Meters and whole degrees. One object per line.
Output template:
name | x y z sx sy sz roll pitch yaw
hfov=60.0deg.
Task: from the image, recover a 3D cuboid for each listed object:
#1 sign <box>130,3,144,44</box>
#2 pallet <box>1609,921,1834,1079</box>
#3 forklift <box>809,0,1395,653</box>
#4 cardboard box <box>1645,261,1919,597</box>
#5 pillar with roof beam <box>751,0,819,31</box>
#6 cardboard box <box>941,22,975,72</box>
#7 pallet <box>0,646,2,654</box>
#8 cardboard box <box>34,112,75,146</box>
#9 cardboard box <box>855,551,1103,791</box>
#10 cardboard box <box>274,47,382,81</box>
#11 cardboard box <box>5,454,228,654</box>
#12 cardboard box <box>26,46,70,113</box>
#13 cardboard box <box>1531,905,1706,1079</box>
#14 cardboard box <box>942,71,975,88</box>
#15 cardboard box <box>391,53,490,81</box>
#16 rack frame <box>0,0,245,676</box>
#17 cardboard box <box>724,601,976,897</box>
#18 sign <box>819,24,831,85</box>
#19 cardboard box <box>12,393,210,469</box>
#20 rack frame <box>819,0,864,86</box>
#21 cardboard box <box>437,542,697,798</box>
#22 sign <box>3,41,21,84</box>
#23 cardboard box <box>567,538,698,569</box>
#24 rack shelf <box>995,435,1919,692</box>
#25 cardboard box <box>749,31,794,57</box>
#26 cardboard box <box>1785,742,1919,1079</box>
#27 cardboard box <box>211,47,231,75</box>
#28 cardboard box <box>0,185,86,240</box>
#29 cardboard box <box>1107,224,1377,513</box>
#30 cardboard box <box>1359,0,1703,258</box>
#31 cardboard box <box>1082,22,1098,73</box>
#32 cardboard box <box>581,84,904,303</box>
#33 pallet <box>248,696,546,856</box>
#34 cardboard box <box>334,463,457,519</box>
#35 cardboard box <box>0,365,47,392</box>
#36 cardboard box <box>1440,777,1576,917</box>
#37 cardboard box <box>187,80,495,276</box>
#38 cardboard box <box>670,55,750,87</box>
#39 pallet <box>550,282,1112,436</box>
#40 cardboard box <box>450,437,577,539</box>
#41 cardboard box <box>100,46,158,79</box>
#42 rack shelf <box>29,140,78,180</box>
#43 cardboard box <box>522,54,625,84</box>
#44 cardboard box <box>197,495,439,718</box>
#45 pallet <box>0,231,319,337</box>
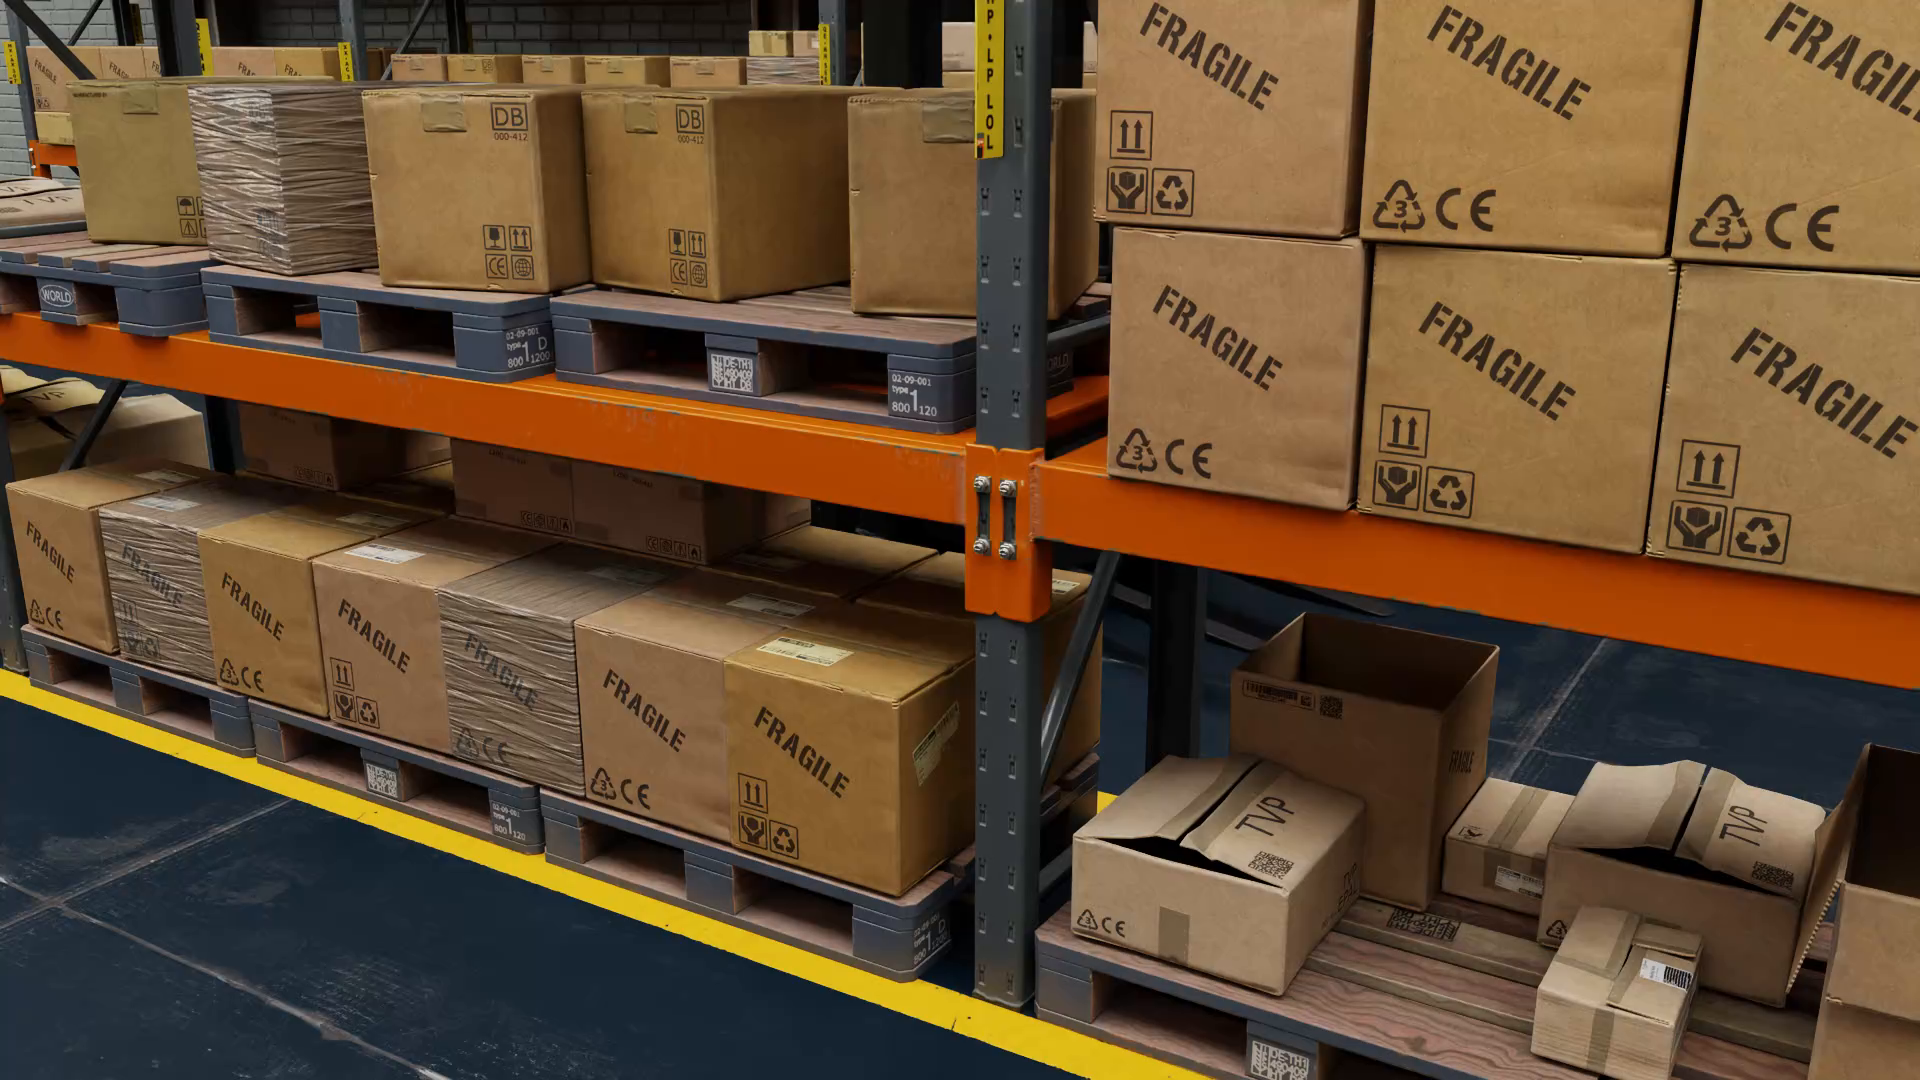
sign | -6.985 -4.377 14.092 0.005 0.325 0.100 10 20 30
pallet | 1.972 1.140 3.265 1.213 0.211 1.003 10 20 30
forklift | 0.364 -1.236 6.407 1.130 2.935 3.031 -12 20 -34
cardboard box | 1.499 -0.233 2.816 0.500 0.500 0.500 10 20 30
pillar with roof beam | -3.383 -4.536 6.832 0.400 9.000 9.100 10 20 30
cardboard box | 0.235 -2.664 8.982 0.500 0.250 0.500 10 19 29
pallet | -3.746 0.107 6.666 1.213 0.211 1.003 10 20 30
cardboard box | -7.043 -3.322 13.380 0.500 0.250 0.500 9 19 28
cardboard box | 0.059 0.367 4.554 0.500 0.500 0.500 9 19 28
cardboard box | -4.448 -3.220 11.755 0.500 0.500 0.500 10 20 30
cardboard box | -2.826 0.033 5.656 0.500 0.500 0.500 11 20 32
cardboard box | -7.043 -3.686 13.290 0.500 0.500 0.500 10 20 30
cardboard box | 1.331 0.908 3.350 0.250 0.166 0.380 10 20 30
cardboard box | 0.246 -2.301 9.076 0.500 0.500 0.500 11 20 32
cardboard box | -3.468 -3.101 11.500 0.500 0.500 0.700 10 20 30
rack frame | -3.064 -1.093 5.817 0.127 3.000 1.000 10 20 30
cardboard box | -0.226 0.497 4.127 0.500 0.500 0.500 10 20 30
sign | -0.751 -2.700 9.254 0.005 0.325 0.100 10 20 30
cardboard box | -3.357 -0.399 6.576 0.500 0.311 0.500 11 20 32
rack frame | -0.475 -2.320 9.858 0.127 3.000 1.000 10 20 30
cardboard box | -1.070 0.344 4.633 0.500 0.500 0.500 10 20 31
sign | -7.576 -3.817 13.296 0.005 0.325 0.100 10 20 30
cardboard box | -0.823 0.211 5.069 0.500 0.500 0.500 10 20 31
rack shelf | 2.048 0.164 2.917 4.000 0.370 1.077 10 20 30
cardboard box | -1.067 -2.979 9.983 0.250 0.149 0.380 7 18 21
cardboard box | 1.948 0.784 3.176 0.637 0.503 0.797 10 20 30
cardboard box | -5.300 -3.374 12.262 0.500 0.500 0.500 9 19 28
cardboard box | -3.352 -1.116 6.048 0.500 0.311 0.500 12 20 33
cardboard box | 0.636 -0.387 3.322 0.500 0.500 0.500 11 20 31
cardboard box | 1.038 -0.791 2.931 0.500 0.500 0.500 9 19 28
cardboard box | 0.663 -2.589 8.735 0.500 0.250 0.500 10 20 30
cardboard box | -0.562 -0.949 4.451 0.500 0.500 0.700 14 22 39
pallet | -1.413 0.550 5.206 1.213 0.211 1.003 10 20 30
cardboard box | -1.704 0.056 5.580 0.500 0.500 0.500 9 19 28
cardboard box | -4.242 -0.555 7.089 0.500 0.311 0.500 10 19 29
cardboard box | 1.329 0.728 3.972 0.250 0.149 0.380 10 20 30
cardboard box | -1.789 -1.087 4.904 0.500 0.500 0.700 15 22 40
cardboard box | -1.371 -2.726 10.264 0.500 0.500 0.700 8 19 25
pallet | -0.280 -0.541 4.331 1.213 0.211 1.003 10 20 30
cardboard box | -1.220 -0.220 5.197 0.500 0.250 0.500 10 19 29
cardboard box | -6.190 -3.529 12.770 0.500 0.500 0.500 9 19 28
rack shelf | -5.588 -2.888 12.967 4.000 0.370 1.077 10 20 30
cardboard box | -2.418 -2.922 10.910 0.500 0.500 0.700 13 21 38
cardboard box | -1.952 0.189 5.143 0.500 0.500 0.500 10 19 29
pallet | -2.450 -0.915 5.563 1.003 0.211 1.213 10 20 30
